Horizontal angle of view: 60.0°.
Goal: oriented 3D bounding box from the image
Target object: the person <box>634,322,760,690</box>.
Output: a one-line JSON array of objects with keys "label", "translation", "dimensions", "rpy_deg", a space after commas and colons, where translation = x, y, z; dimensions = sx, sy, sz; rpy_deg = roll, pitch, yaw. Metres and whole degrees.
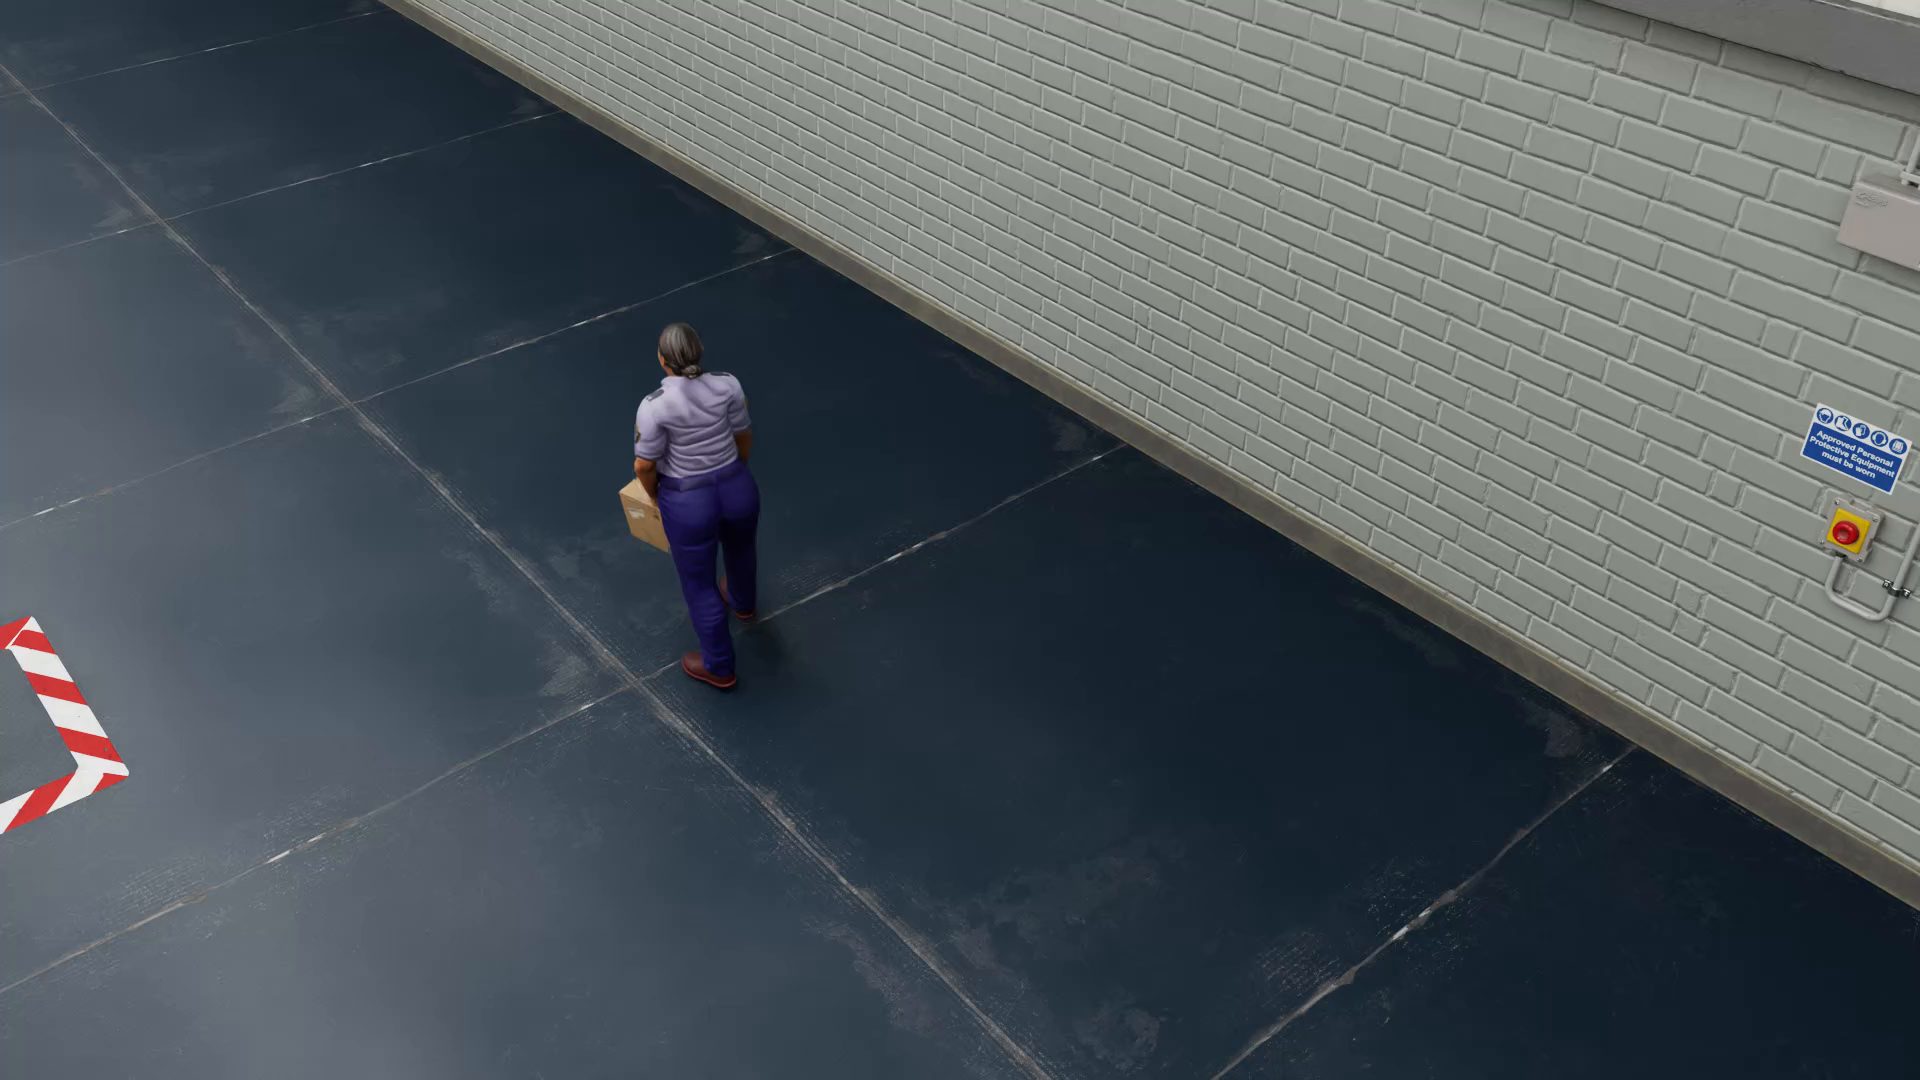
[{"label": "person", "translation": [-1.094, -0.197, 6.938], "dimensions": [0.552, 1.618, 0.668], "rpy_deg": [-21, 41, -26]}]
